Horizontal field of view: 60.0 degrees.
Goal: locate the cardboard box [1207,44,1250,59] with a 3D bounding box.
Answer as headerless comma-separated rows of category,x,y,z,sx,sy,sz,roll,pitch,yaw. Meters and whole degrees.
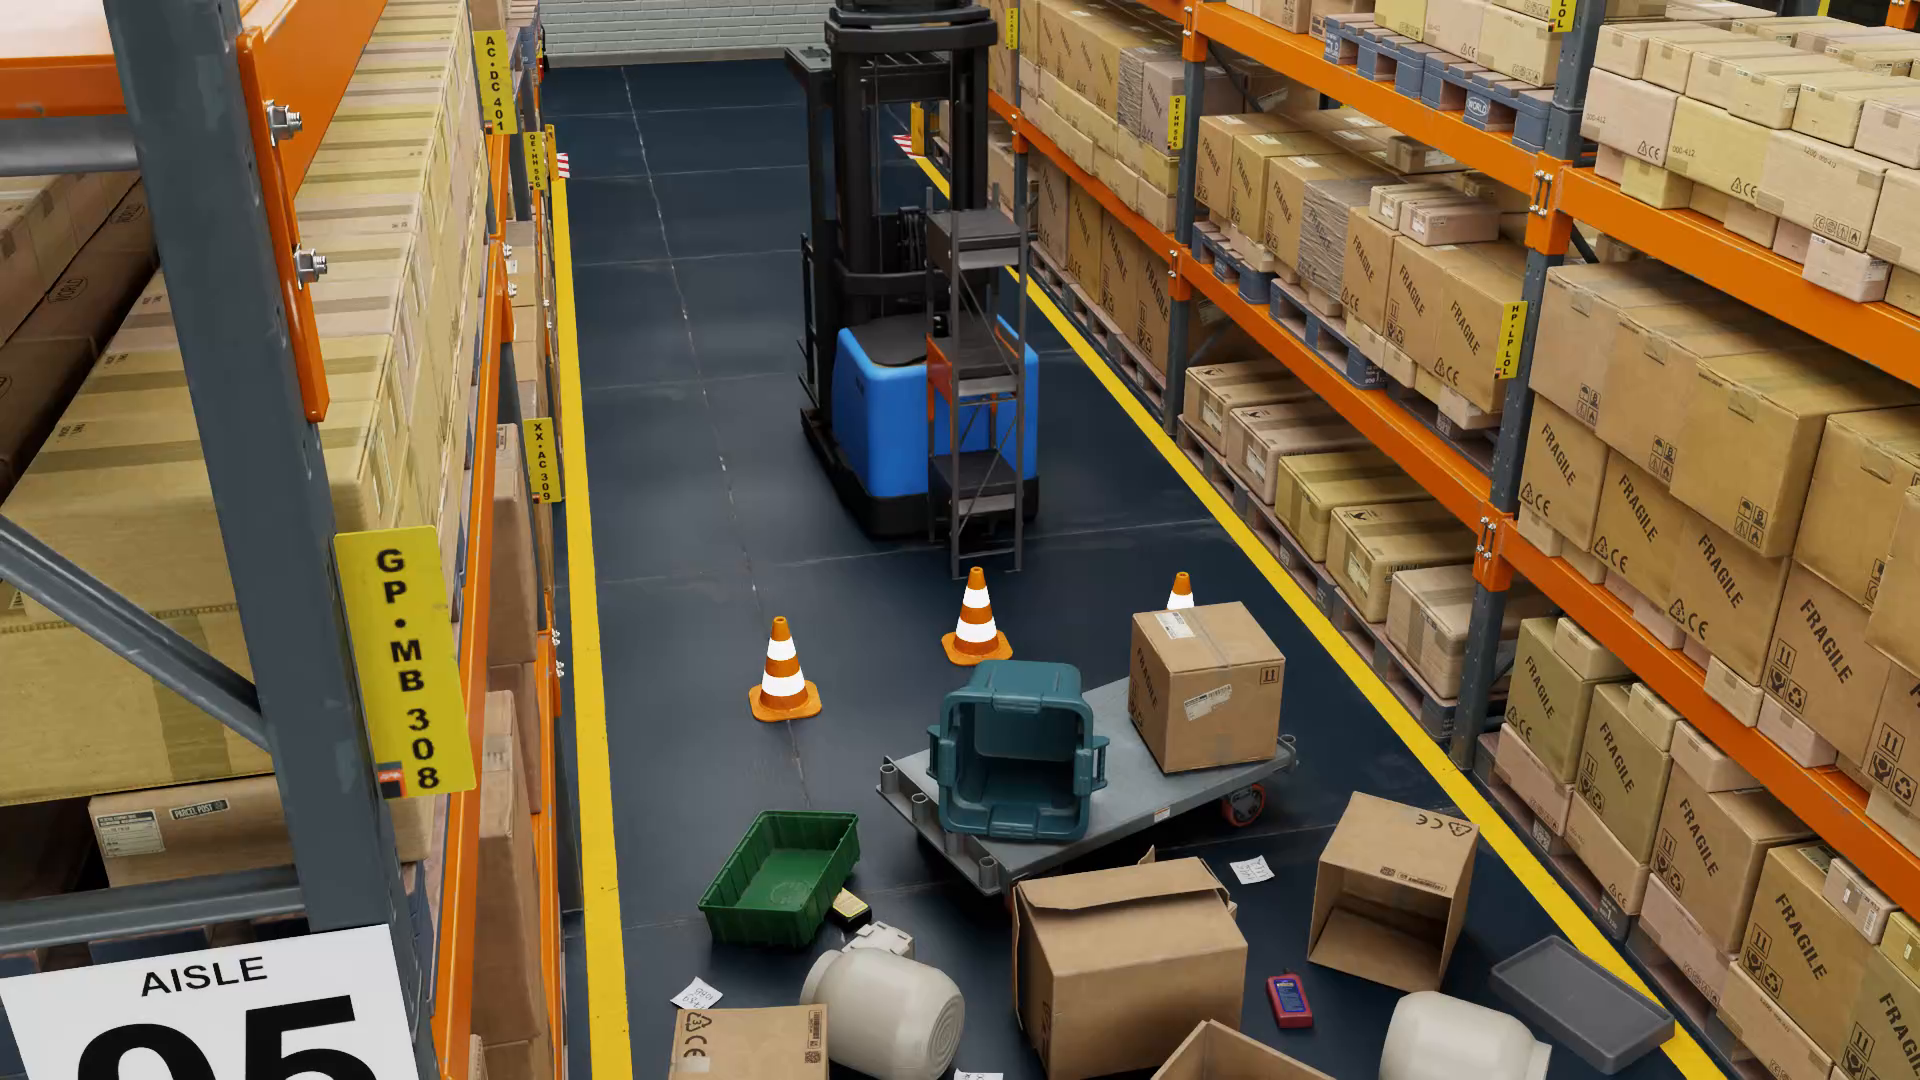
cardboard box,1.875,-3.054,11.252,0.500,0.500,0.500,-6,27,-11

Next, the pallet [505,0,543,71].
pallet,-2.734,-2.536,8.325,1.213,0.211,1.003,-5,27,-9

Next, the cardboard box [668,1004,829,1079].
cardboard box,-0.680,1.890,5.448,0.500,0.500,0.500,-1,27,-3

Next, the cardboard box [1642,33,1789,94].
cardboard box,2.610,-1.649,5.754,0.380,0.149,0.250,-5,27,-10

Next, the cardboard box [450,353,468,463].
cardboard box,-1.177,-0.242,3.274,0.380,0.149,0.250,-6,27,-12

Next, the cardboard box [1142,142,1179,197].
cardboard box,1.512,-2.448,10.883,0.500,0.250,0.500,-6,27,-12

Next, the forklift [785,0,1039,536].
forklift,-0.436,-1.979,10.418,1.130,2.935,3.031,-8,28,-15

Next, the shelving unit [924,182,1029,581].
shelving unit,0.082,-0.840,9.085,0.431,2.100,0.503,-8,28,-15

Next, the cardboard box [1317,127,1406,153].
cardboard box,2.370,-2.073,9.621,0.500,0.500,0.500,-6,27,-12

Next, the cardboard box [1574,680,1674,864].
cardboard box,2.773,0.876,6.438,0.500,0.500,0.500,-5,27,-10

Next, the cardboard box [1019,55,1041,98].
cardboard box,0.792,-3.796,13.553,0.500,0.250,0.500,-7,28,-13

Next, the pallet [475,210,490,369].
pallet,-1.855,-0.741,4.659,1.003,0.211,1.213,-6,27,-12

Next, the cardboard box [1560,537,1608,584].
cardboard box,2.636,0.039,6.622,0.380,0.149,0.250,-5,27,-10

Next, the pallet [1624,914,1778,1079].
pallet,3.235,1.724,6.101,1.003,0.211,1.213,-6,27,-12

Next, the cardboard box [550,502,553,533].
cardboard box,-2.881,-0.465,9.373,1.050,0.750,0.750,-6,27,-12

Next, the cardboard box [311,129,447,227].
cardboard box,-1.236,-0.710,3.317,0.380,0.149,0.250,-6,27,-11

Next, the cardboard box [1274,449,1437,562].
cardboard box,2.326,-0.214,9.295,0.950,0.372,0.625,-5,27,-10

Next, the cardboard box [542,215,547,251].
cardboard box,-3.315,-2.192,12.240,0.500,0.250,0.500,-5,27,-9

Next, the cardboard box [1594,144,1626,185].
cardboard box,2.600,-1.413,6.170,0.380,0.149,0.250,-6,27,-12

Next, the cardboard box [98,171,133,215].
cardboard box,-1.936,-0.755,3.405,0.380,0.149,0.250,-6,27,-12

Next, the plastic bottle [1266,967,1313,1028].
plastic bottle,1.234,1.720,6.275,0.133,0.061,0.283,-1,27,-3

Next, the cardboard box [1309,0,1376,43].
cardboard box,2.241,-2.824,8.572,0.797,0.503,0.637,-6,27,-12

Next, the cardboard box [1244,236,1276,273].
cardboard box,1.851,-1.644,9.490,0.380,0.149,0.250,-6,27,-11

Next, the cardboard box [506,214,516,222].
cardboard box,-2.835,-1.850,9.900,0.380,0.149,0.250,-6,27,-12

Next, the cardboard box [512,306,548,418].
cardboard box,-2.225,-0.769,7.834,0.500,0.500,0.500,-6,27,-11

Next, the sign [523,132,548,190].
sign,-2.391,-2.133,9.362,0.100,0.325,0.005,-6,27,-12

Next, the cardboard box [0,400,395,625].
cardboard box,-0.893,-0.040,1.988,0.380,0.149,0.250,-6,27,-11

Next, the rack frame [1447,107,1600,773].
rack frame,2.771,-0.349,7.113,1.000,3.000,0.127,-6,27,-12

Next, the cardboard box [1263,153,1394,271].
cardboard box,1.996,-1.788,9.057,0.500,0.500,0.500,-5,27,-11

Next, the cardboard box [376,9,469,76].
cardboard box,-1.580,-1.378,4.639,0.380,0.149,0.250,-6,27,-12

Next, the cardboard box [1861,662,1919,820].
cardboard box,3.063,0.579,4.833,0.500,0.500,0.500,-6,27,-12

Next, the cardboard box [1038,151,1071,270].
cardboard box,1.185,-2.836,13.932,0.875,0.875,0.875,-5,27,-10

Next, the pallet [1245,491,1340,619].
pallet,2.315,0.017,9.481,1.003,0.211,1.213,-6,27,-12

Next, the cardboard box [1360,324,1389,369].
cardboard box,2.189,-0.961,8.138,0.380,0.149,0.250,-6,27,-11

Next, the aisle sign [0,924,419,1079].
aisle sign,-0.820,0.794,1.963,0.394,0.787,0.004,-6,27,-12

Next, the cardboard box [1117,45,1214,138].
cardboard box,1.374,-3.021,11.186,0.500,0.500,0.500,-5,27,-11

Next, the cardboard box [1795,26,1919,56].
cardboard box,3.188,-1.709,5.871,0.380,0.149,0.250,-7,28,-13

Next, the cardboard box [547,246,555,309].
cardboard box,-3.420,-2.086,12.863,0.500,0.500,0.500,-6,27,-13

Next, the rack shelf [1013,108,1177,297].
rack shelf,1.418,-2.662,12.493,1.077,0.370,4.000,-6,27,-12

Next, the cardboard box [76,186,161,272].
cardboard box,-1.848,-0.531,3.404,0.500,0.250,0.500,-6,27,-11

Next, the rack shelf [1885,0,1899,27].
rack shelf,6.253,-4.507,12.819,1.077,0.370,4.000,-6,27,-12

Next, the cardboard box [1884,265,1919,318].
cardboard box,2.949,-0.736,4.829,0.380,0.149,0.250,-6,27,-11

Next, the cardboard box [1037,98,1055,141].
cardboard box,0.928,-3.347,13.219,0.500,0.250,0.500,-7,28,-13

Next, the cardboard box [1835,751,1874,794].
cardboard box,3.054,0.704,5.306,0.380,0.149,0.250,-6,27,-12

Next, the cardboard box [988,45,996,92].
cardboard box,0.493,-4.309,14.847,0.500,0.500,0.500,-7,28,-13

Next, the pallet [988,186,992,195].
pallet,0.594,-3.495,16.440,1.003,0.211,1.213,-6,27,-12

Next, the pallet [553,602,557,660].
pallet,-2.555,0.575,8.377,1.003,0.211,1.213,-6,27,-12

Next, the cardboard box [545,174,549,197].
cardboard box,-3.960,-3.229,15.185,0.380,0.149,0.250,-6,27,-11

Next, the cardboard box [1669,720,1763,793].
cardboard box,2.791,0.757,5.954,0.380,0.149,0.250,-4,27,-9

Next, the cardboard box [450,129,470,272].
cardboard box,-1.444,-0.807,3.951,0.500,0.250,0.500,-6,27,-12

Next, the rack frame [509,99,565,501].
rack frame,-2.931,-1.558,9.508,1.000,3.000,0.127,-6,27,-12

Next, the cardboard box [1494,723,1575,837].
cardboard box,2.640,0.977,7.070,0.500,0.250,0.500,-7,28,-14

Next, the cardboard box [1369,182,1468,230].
cardboard box,2.194,-1.603,7.969,0.380,0.149,0.250,-7,28,-14

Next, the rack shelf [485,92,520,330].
rack shelf,-2.480,-1.698,7.255,1.077,0.370,4.000,-6,27,-12

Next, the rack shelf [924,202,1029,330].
rack shelf,0.082,-1.453,8.776,0.431,0.518,0.480,-8,28,-15

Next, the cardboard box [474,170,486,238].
cardboard box,-1.519,-0.910,4.596,0.380,0.149,0.250,-6,27,-11

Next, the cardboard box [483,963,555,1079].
cardboard box,-1.405,1.231,3.816,0.875,0.550,0.550,-6,27,-12

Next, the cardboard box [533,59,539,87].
cardboard box,-3.895,-4.176,14.253,0.500,0.500,0.500,-7,28,-13
